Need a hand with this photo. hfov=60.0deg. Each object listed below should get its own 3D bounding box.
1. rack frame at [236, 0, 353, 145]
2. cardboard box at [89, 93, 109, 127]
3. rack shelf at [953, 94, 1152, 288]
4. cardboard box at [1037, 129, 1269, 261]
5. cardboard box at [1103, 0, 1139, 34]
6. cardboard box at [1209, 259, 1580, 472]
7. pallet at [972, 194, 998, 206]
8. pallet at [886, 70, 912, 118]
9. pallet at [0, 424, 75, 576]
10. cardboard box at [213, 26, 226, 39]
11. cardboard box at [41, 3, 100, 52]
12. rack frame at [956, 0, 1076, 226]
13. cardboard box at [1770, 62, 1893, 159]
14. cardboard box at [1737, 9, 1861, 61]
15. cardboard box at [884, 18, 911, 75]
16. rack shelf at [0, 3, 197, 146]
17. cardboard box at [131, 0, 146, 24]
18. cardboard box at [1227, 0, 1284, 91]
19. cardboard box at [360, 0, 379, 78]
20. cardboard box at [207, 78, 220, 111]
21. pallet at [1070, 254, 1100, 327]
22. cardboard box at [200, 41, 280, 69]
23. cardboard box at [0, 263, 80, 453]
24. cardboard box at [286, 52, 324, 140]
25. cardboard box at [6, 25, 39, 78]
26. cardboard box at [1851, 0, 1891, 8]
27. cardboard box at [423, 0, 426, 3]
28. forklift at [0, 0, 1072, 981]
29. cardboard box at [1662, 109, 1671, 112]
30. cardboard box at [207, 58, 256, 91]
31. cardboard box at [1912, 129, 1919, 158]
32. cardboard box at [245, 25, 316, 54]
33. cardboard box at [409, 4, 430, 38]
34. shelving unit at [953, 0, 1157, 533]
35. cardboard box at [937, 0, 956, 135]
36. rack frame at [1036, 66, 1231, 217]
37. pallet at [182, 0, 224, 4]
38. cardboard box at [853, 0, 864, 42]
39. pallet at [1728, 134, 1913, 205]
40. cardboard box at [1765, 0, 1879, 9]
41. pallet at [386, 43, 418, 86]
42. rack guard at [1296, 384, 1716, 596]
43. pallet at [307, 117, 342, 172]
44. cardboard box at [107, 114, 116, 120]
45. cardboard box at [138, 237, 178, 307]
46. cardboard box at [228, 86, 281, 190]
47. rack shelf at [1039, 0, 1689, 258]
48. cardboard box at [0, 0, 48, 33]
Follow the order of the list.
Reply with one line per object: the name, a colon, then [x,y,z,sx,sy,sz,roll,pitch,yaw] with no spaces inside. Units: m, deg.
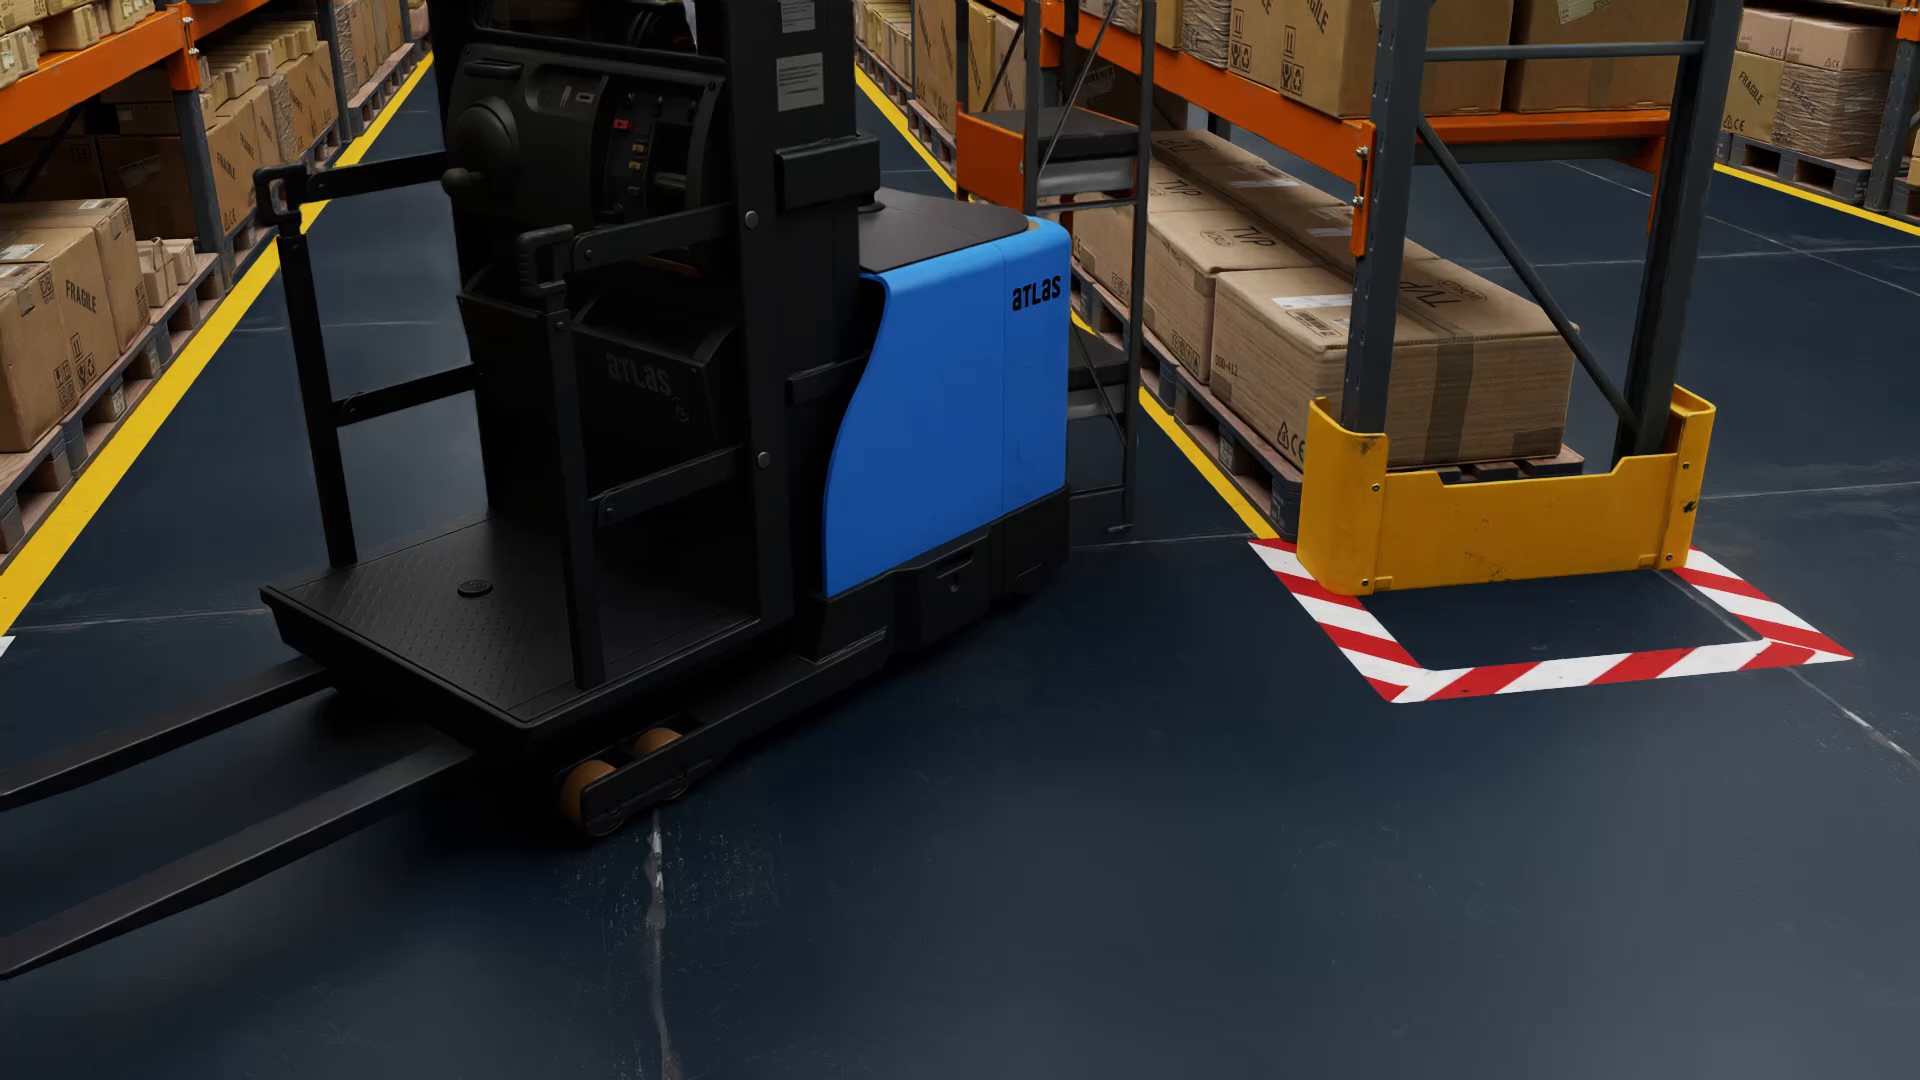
rack frame: [-4.729,-4.104,10.899,1.000,3.000,0.127,-4,24,-10]
cardboard box: [-4.395,-2.101,8.101,0.380,0.149,0.250,-4,24,-10]
rack shelf: [0.271,-1.046,5.057,0.431,0.518,0.480,-10,25,-22]
cardboard box: [0.898,-1.663,7.986,0.875,0.438,0.875,-5,24,-11]
cardboard box: [0.892,-2.347,6.751,0.500,0.500,0.500,-4,24,-9]
cardboard box: [1.407,-0.596,5.544,0.875,0.438,0.875,-5,24,-12]
pallet: [0.671,-1.919,9.381,1.003,0.211,1.213,-4,24,-10]
pallet: [0.005,-3.502,13.005,1.003,0.211,1.213,-4,24,-10]
pallet: [-3.412,-0.023,5.038,1.003,0.211,1.213,-4,24,-10]
cardboard box: [-4.939,-3.220,10.662,0.380,0.149,0.250,-3,24,-7]
cardboard box: [-3.445,-1.904,6.175,0.380,0.149,0.250,-5,24,-11]
rack frame: [0.173,-1.148,5.256,0.400,2.100,0.015,-10,25,-22]
cardboard box: [5.349,-2.625,10.111,0.500,0.500,0.500,-5,24,-11]
cardboard box: [5.266,-3.173,10.430,0.500,0.250,0.500,-3,24,-7]
cardboard box: [-0.091,-3.974,13.359,0.950,0.372,0.625,-5,24,-11]
rack shelf: [-3.620,-1.414,5.639,1.077,0.370,4.000,-4,24,-10]
cardboard box: [-3.613,-2.208,6.871,0.380,0.149,0.250,-4,24,-8]
cardboard box: [1.200,-1.740,5.362,0.500,0.500,0.500,-5,24,-11]
cardboard box: [-5.085,-3.976,13.047,0.875,0.625,0.625,-5,24,-12]
cardboard box: [-3.980,-2.239,8.416,0.380,0.149,0.250,-6,24,-12]
pallet: [0.951,-1.317,8.001,1.003,0.211,1.213,-4,24,-10]
cardboard box: [-4.252,-2.855,9.828,0.380,0.149,0.250,-5,24,-11]
cardboard box: [-3.390,-0.591,5.453,0.700,0.500,0.500,-3,24,-8]
cardboard box: [-4.358,-2.803,10.518,0.500,0.500,0.500,-5,24,-11]
cardboard box: [-3.299,-1.604,5.489,0.380,0.149,0.250,-4,24,-9]
cardboard box: [9.310,-5.403,16.448,0.700,0.500,0.500,-4,24,-10]
cardboard box: [-5.350,-5.250,15.808,0.500,0.250,0.500,-4,24,-10]
forklift: [-1.012,-0.906,3.662,1.130,2.935,3.031,19,30,36]
cardboard box: [5.070,-3.230,11.495,0.500,0.500,0.500,-5,24,-11]
cardboard box: [-4.098,-2.544,9.116,0.380,0.149,0.250,-3,24,-8]
cardboard box: [5.486,-2.161,9.117,0.380,0.149,0.250,-3,24,-7]
cardboard box: [-4.308,-3.167,10.543,0.380,0.149,0.250,-6,24,-12]
cardboard box: [-5.233,-4.824,15.459,0.500,0.250,0.500,-4,24,-9]
shelving unit: [0.271,-1.059,5.051,0.431,2.100,0.503,-10,25,-22]
cardboard box: [0.355,-3.062,10.644,0.875,0.875,0.875,-4,24,-9]
rack frame: [0.888,-2.899,8.141,1.000,3.000,0.127,-4,24,-10]
pallet: [-4.030,-2.765,8.073,1.003,0.211,1.213,-4,24,-10]
cardboard box: [-0.492,-4.828,15.315,0.950,0.372,0.625,-4,24,-9]
pallet: [5.588,-2.334,10.330,1.003,0.211,1.213,-4,24,-10]
cardboard box: [5.666,-3.416,10.986,0.500,0.250,0.500,-3,24,-8]
pallet: [-5.294,-4.112,14.402,1.003,0.211,1.213,-4,24,-10]
rack guard: [1.632,-0.171,5.017,1.175,0.500,0.348,-4,24,-10]
pallet: [-4.628,-2.529,10.778,1.003,0.211,1.213,-4,24,-10]
cardboard box: [-4.454,-1.945,8.553,0.500,0.500,0.500,-5,24,-12]
cardboard box: [-3.532,-1.132,6.986,0.396,0.266,0.258,-3,24,-8]
cardboard box: [-4.054,-2.190,9.114,0.500,0.500,0.500,-5,24,-11]
rack shelf: [1.258,-1.783,6.483,1.077,0.370,4.000,-4,24,-10]
cardboard box: [-3.375,-1.820,5.485,0.500,0.250,0.500,-5,24,-11]
